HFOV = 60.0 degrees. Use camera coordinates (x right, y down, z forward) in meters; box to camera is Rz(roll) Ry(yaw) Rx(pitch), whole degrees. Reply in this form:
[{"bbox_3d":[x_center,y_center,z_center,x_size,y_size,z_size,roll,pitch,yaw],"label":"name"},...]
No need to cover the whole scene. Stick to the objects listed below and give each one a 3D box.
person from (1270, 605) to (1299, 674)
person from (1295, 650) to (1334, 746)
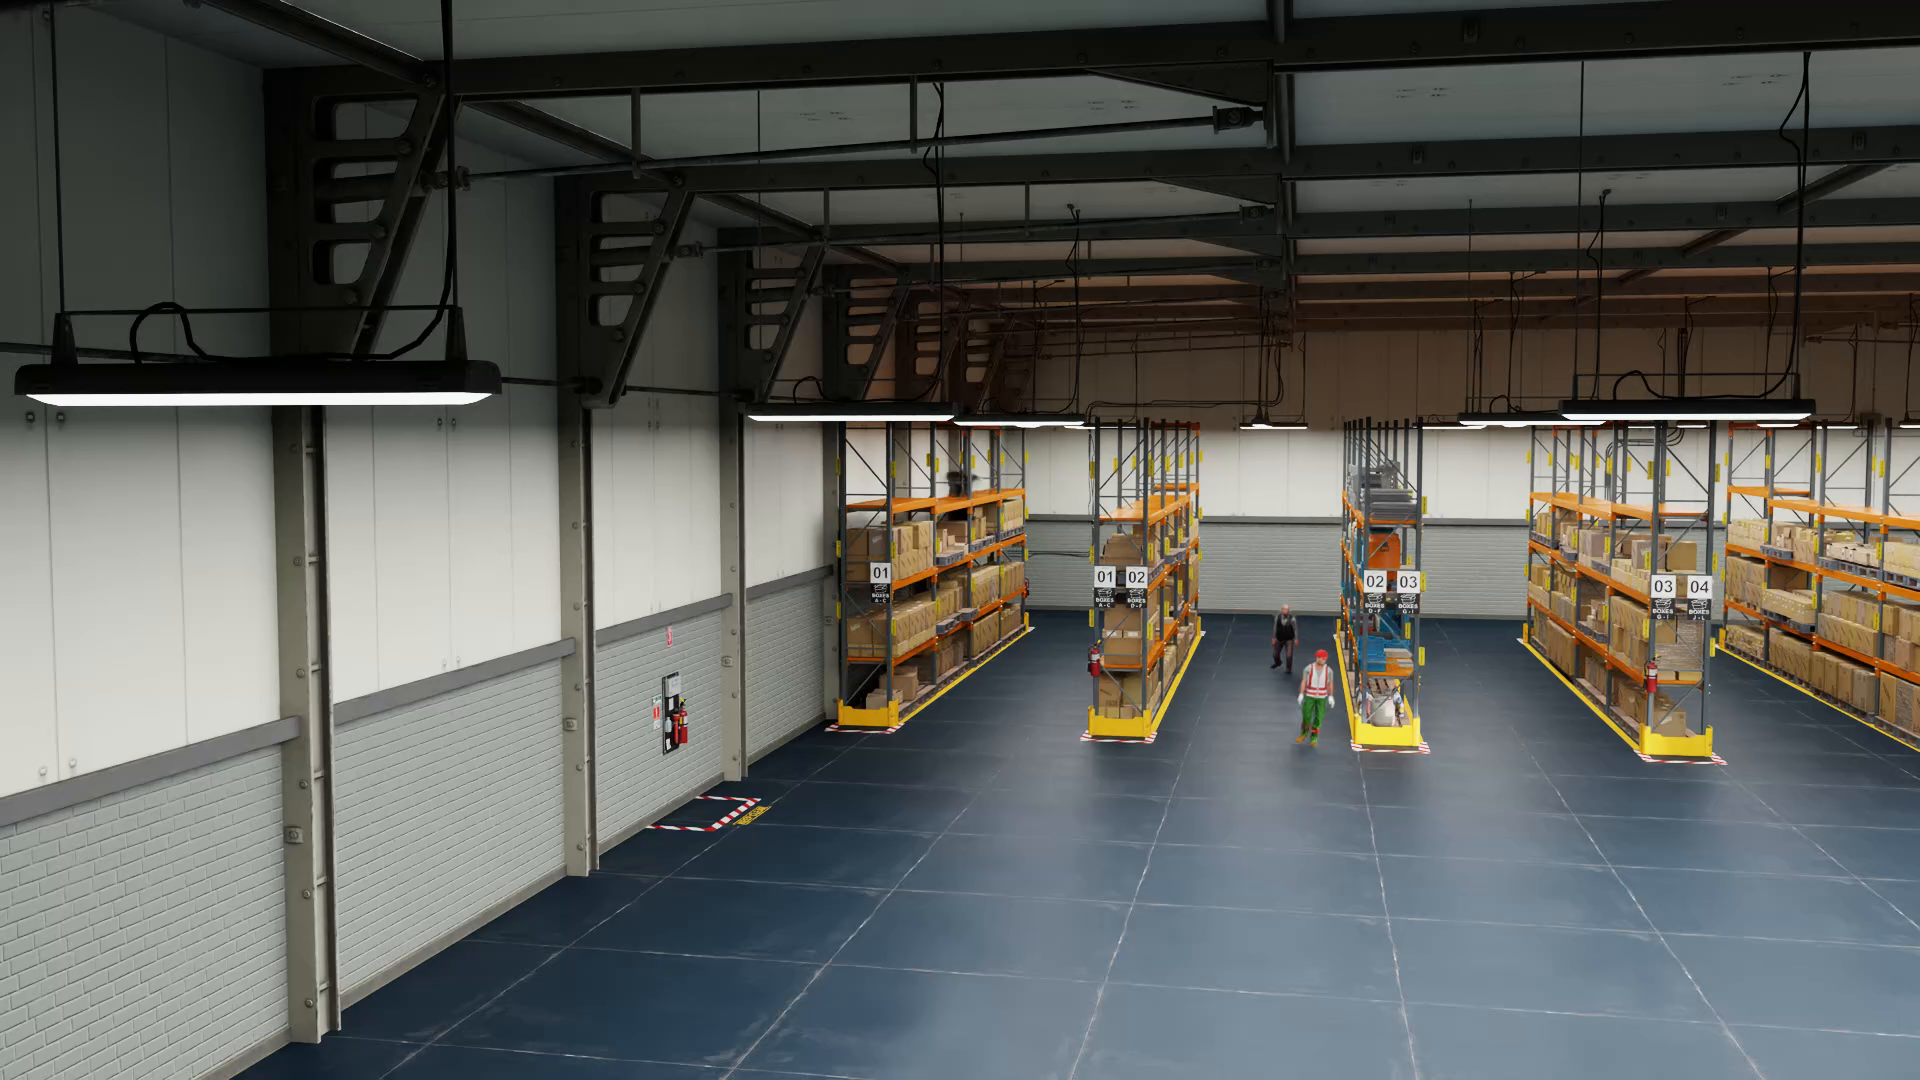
[{"bbox_3d":[7.707,2.336,39.441,0.788,1.643,0.649,2,4,25],"label":"person"},{"bbox_3d":[6.441,2.857,30.161,0.667,1.766,0.474,0,4,2],"label":"person"}]
